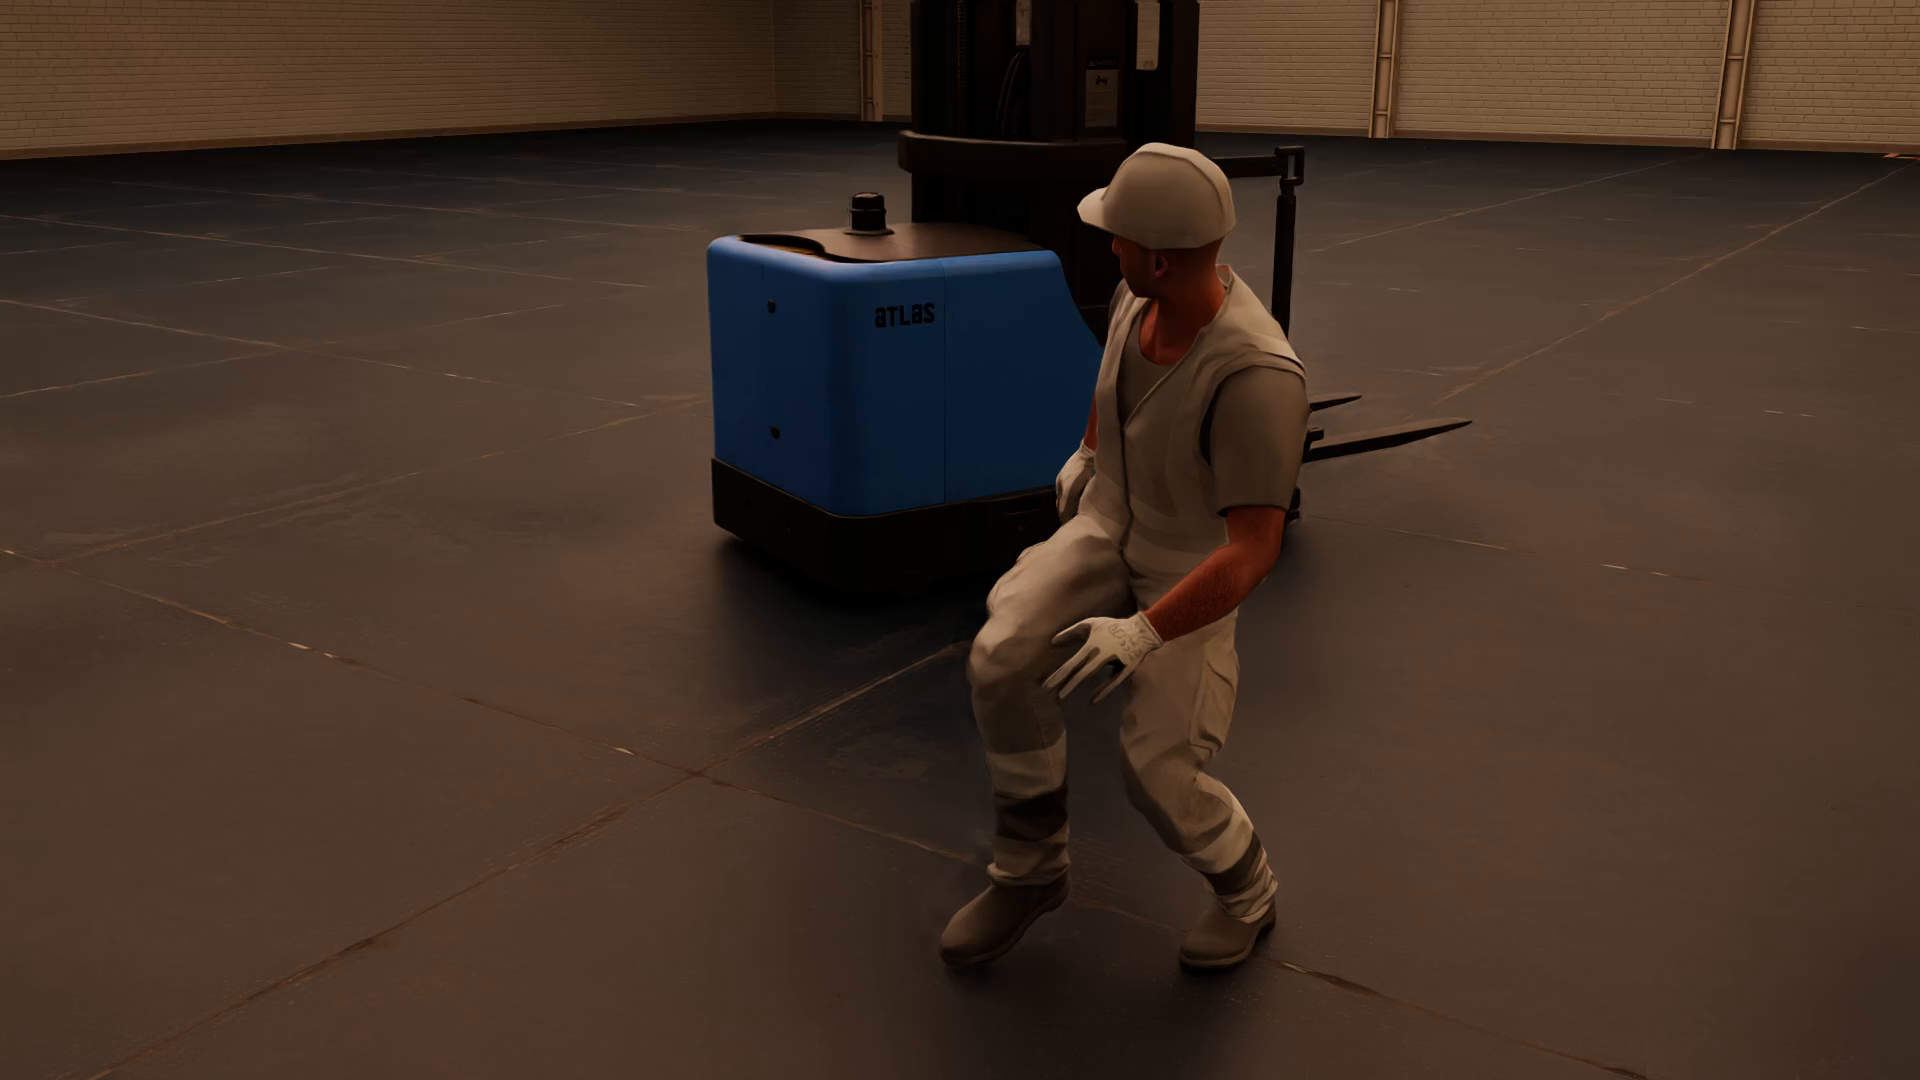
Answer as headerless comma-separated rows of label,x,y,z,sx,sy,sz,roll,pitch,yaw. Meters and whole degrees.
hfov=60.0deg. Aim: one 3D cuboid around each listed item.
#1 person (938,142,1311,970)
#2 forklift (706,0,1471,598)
person,0.286,0.045,3.132,0.781,1.561,0.771,16,23,42
forklift,0.639,-1.522,5.923,3.031,2.935,1.130,-10,20,-31
